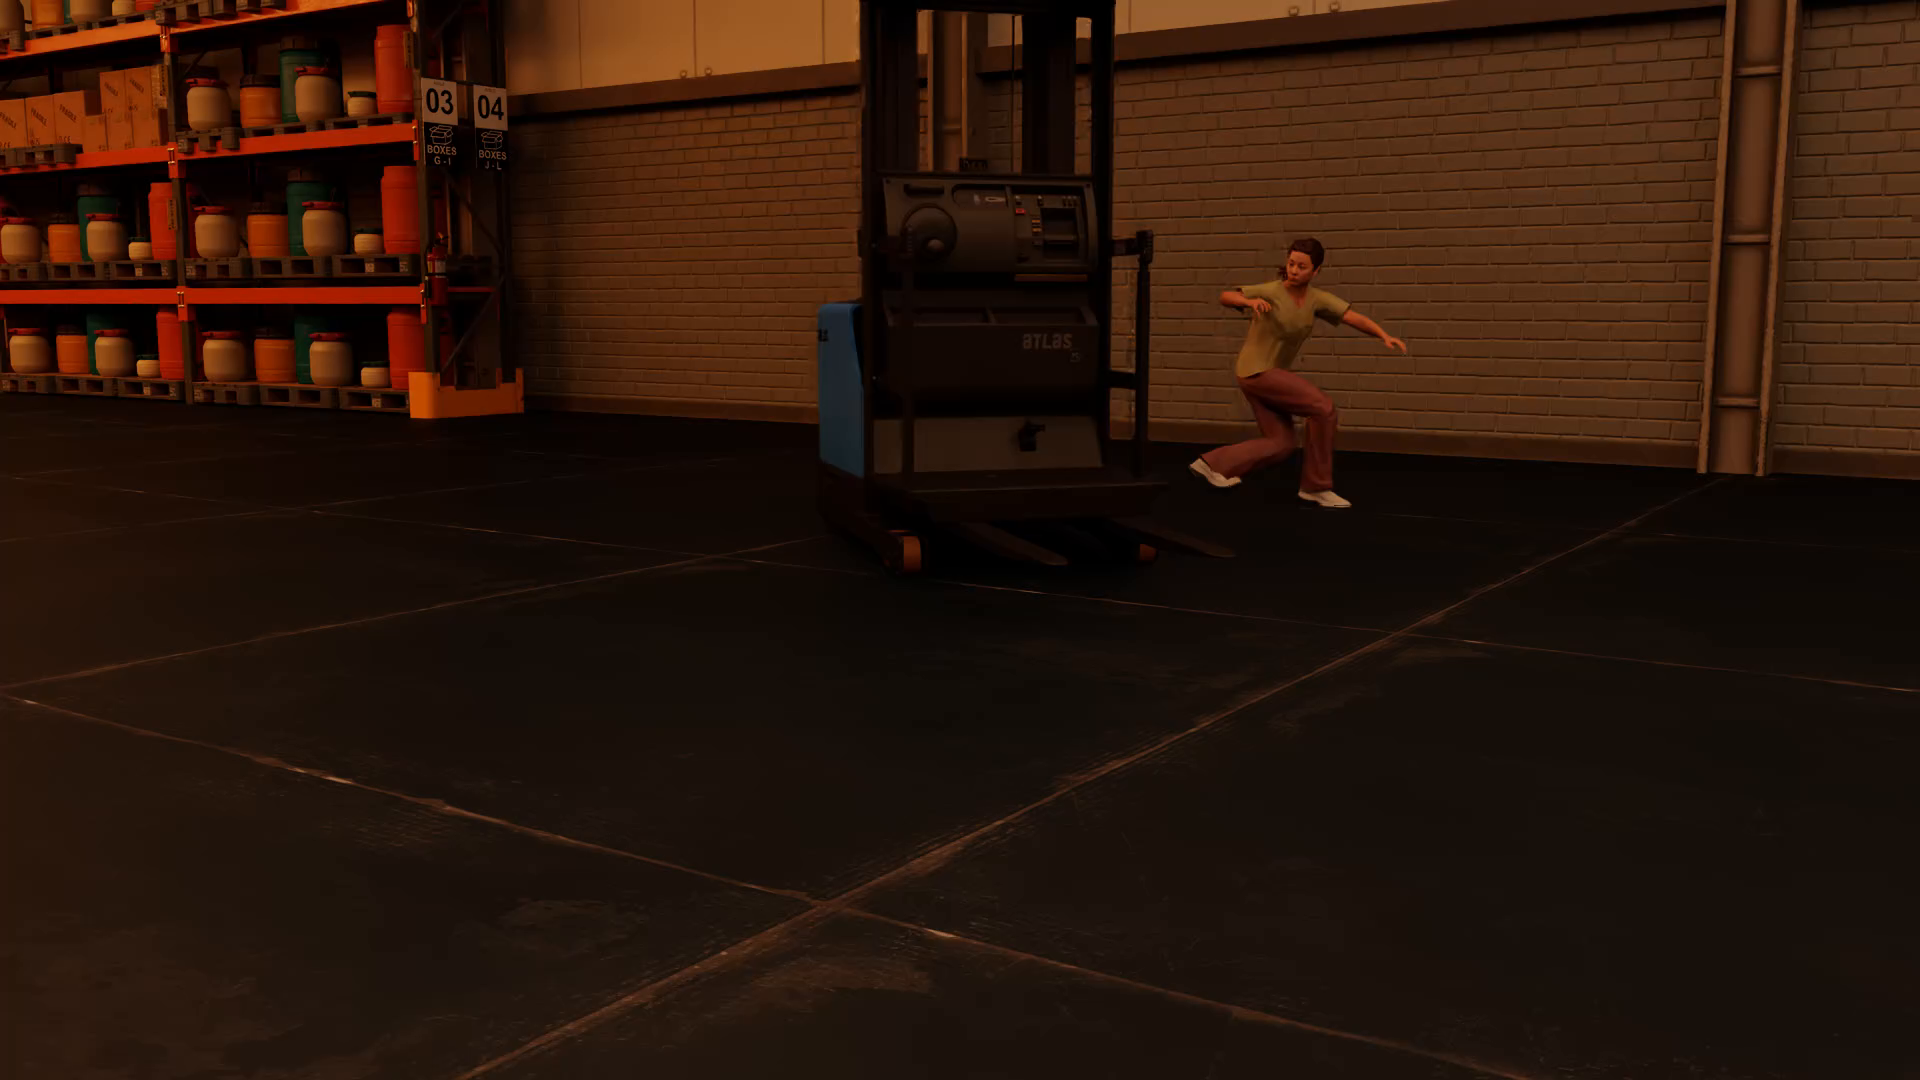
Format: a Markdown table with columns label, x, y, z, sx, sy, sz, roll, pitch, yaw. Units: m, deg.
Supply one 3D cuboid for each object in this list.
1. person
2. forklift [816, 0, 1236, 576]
| label | x | y | z | sx | sy | sz | roll | pitch | yaw |
| --- | --- | --- | --- | --- | --- | --- | --- | --- | --- |
| person | 1.764 | -0.865 | 8.744 | 1.063 | 1.434 | 0.763 | 5 | 9 | 30 |
| forklift | 0.194 | -1.367 | 6.809 | 1.130 | 2.935 | 3.031 | -2 | 8 | -16 |
